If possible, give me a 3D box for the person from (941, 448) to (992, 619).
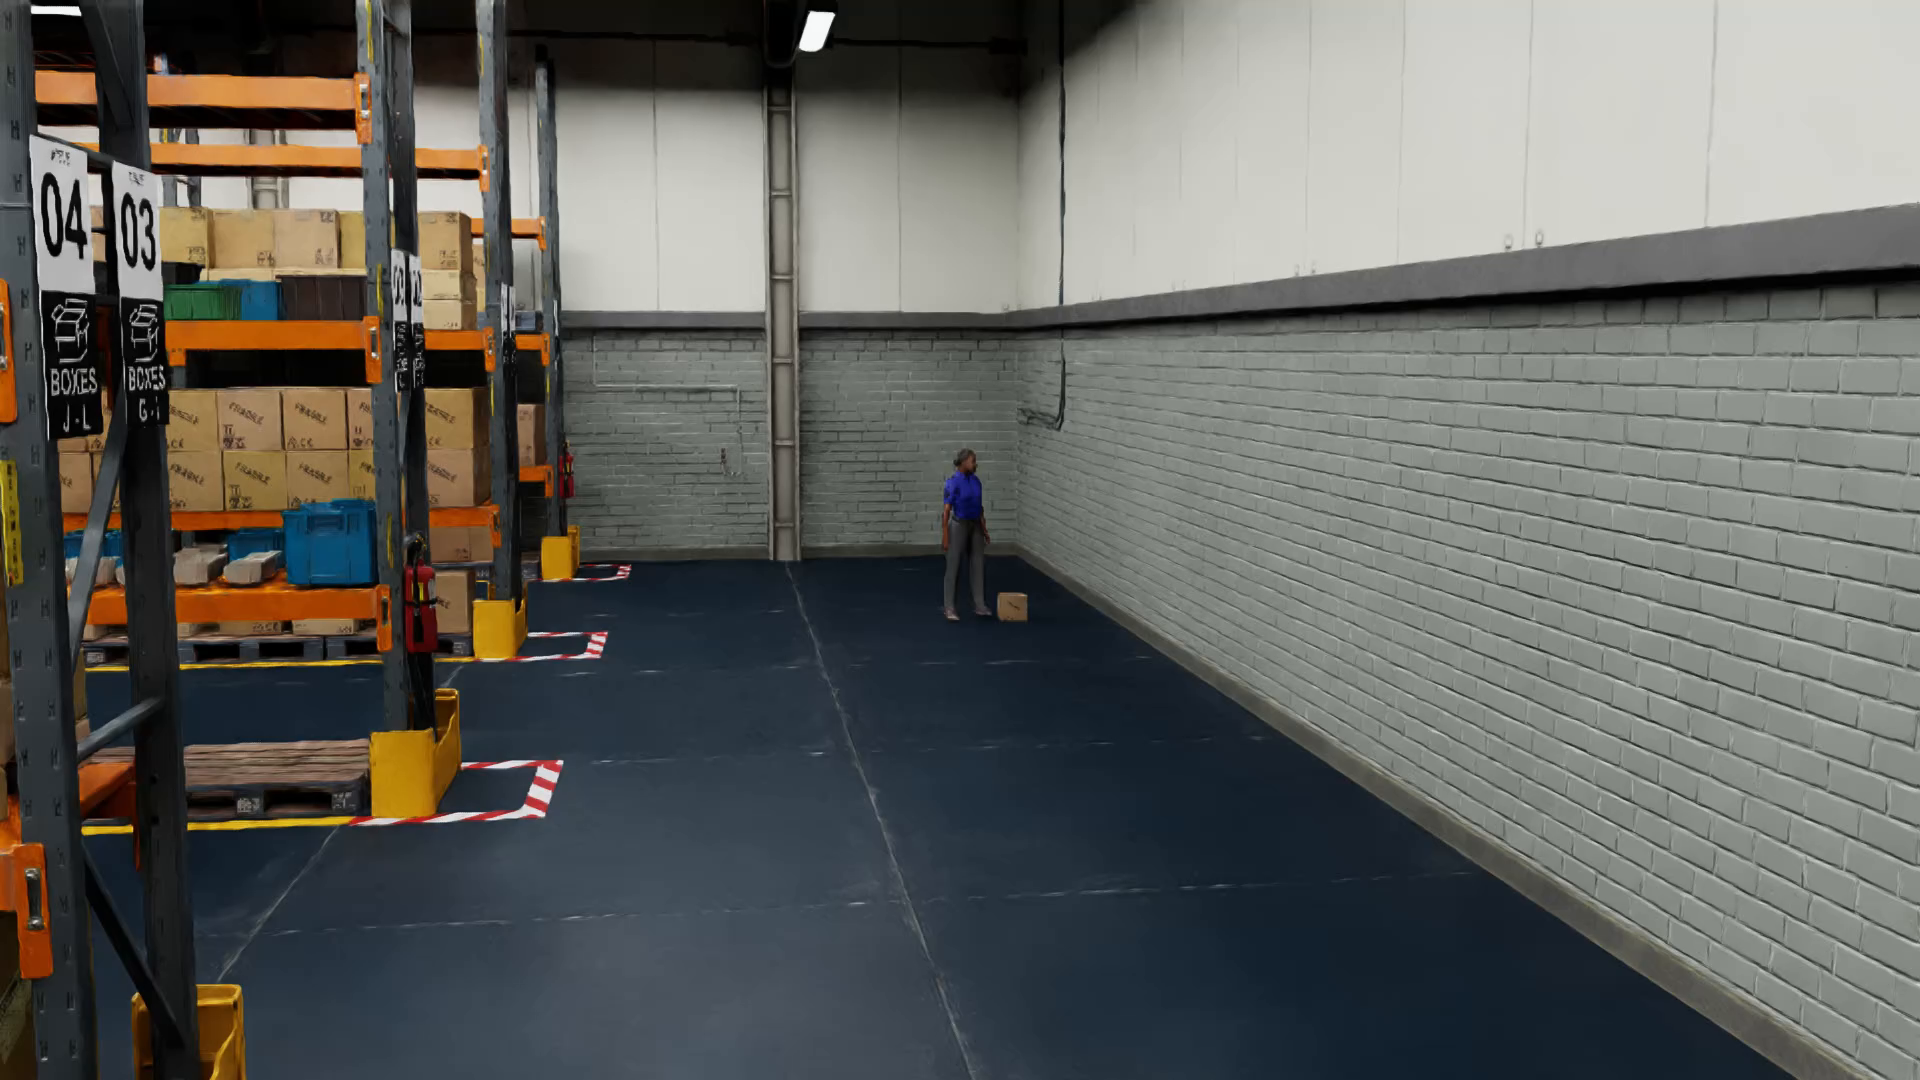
[{"bbox_3d":[0.070,-0.062,16.231,0.495,1.665,0.463,-6,9,-42],"label":"person"}]
